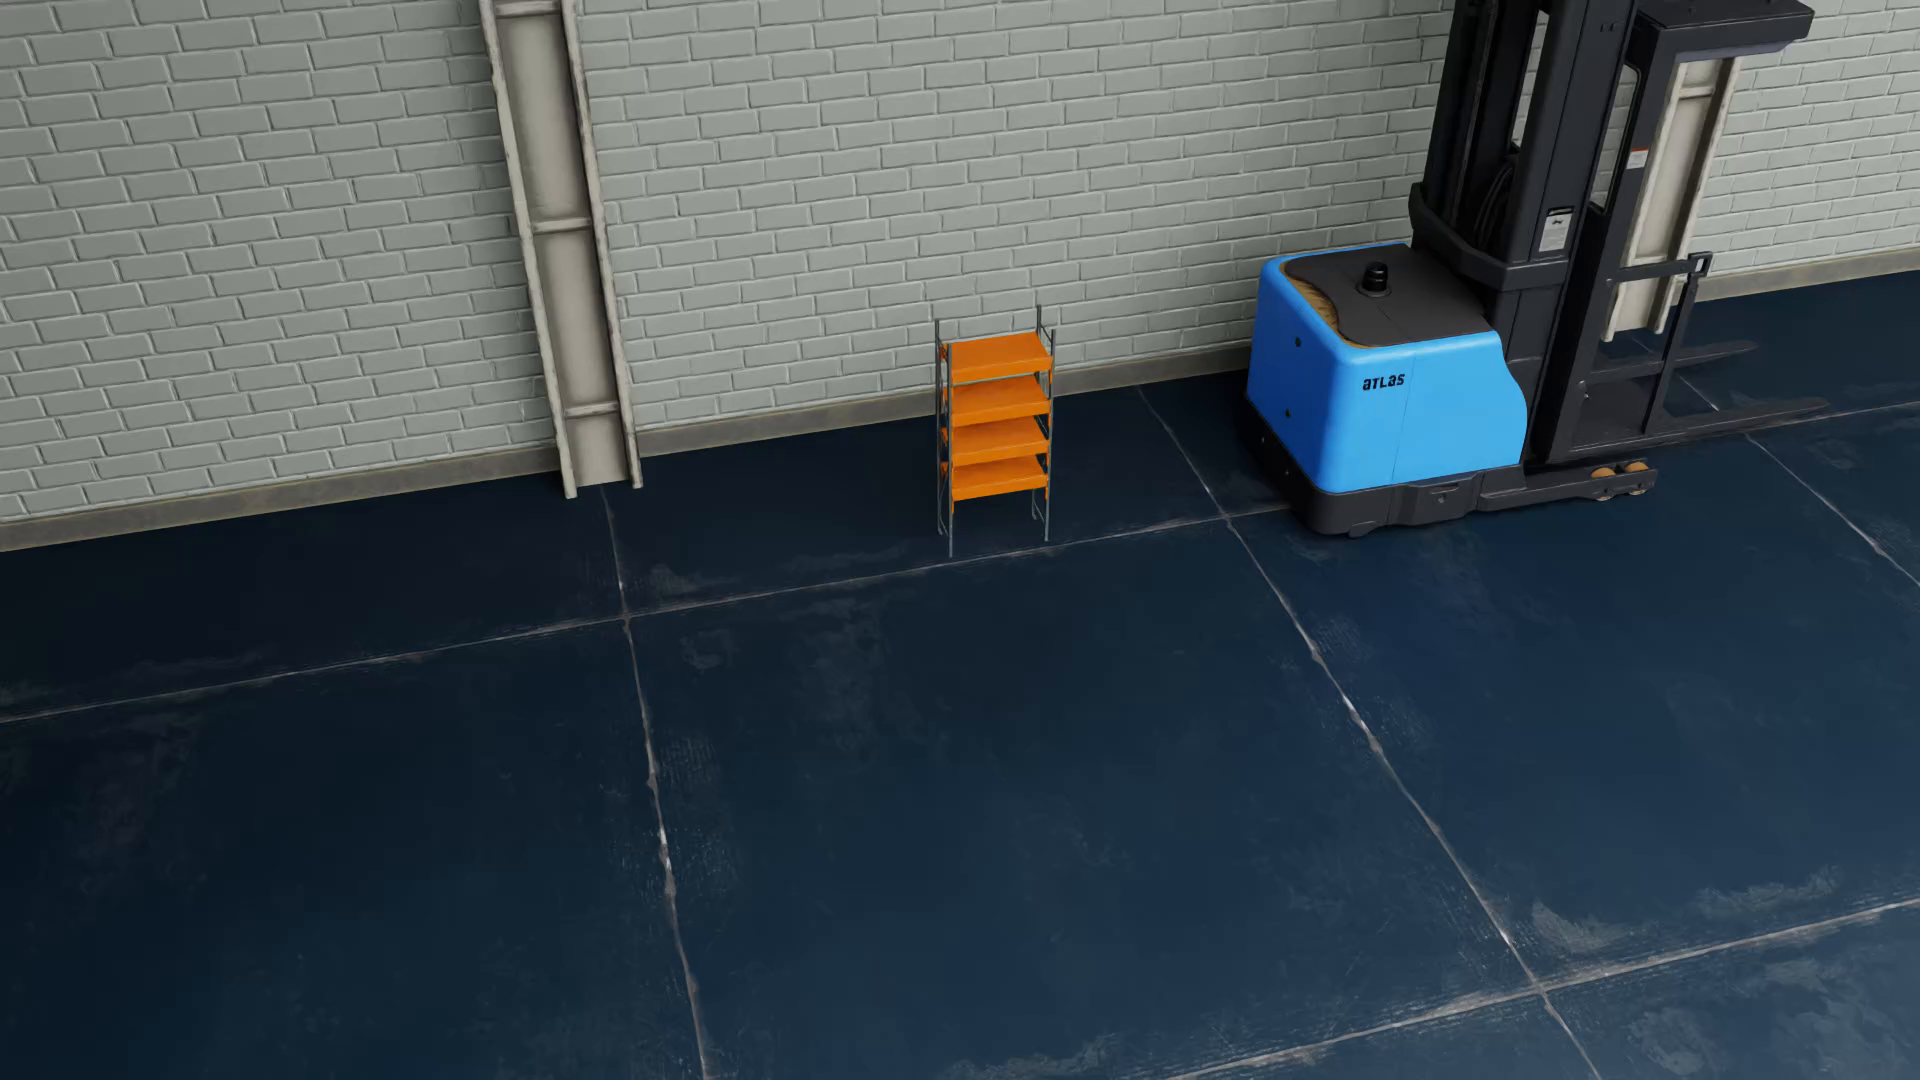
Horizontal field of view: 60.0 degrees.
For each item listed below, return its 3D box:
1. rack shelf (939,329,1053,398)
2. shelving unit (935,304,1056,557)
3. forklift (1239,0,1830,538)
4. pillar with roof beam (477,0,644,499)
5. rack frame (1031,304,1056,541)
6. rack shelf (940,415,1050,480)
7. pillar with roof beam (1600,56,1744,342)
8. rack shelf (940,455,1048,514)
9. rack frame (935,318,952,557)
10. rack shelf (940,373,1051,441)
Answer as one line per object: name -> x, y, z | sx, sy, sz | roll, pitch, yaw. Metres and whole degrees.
rack shelf -> 0.160, -0.815, 7.660 | 0.480, 0.148, 0.258 | -9, 38, -12
shelving unit -> 0.160, -0.503, 7.899 | 0.503, 1.200, 0.258 | -9, 38, -12
forklift -> 3.063, -1.666, 7.995 | 3.031, 2.935, 1.130 | -9, 38, -12
pillar with roof beam -> -0.743, -1.381, 2.629 | 0.400, 9.000, 9.100 | -9, 38, -12
rack frame -> 0.395, -0.541, 7.950 | 0.015, 1.200, 0.240 | -9, 38, -12
rack shelf -> 0.160, -0.449, 7.940 | 0.480, 0.148, 0.258 | -9, 38, -12
pillar with roof beam -> 5.050, -2.332, 3.871 | 0.400, 9.000, 9.100 | -9, 38, -12
rack shelf -> 0.160, -0.292, 8.061 | 0.480, 0.148, 0.258 | -9, 38, -12
rack frame -> -0.076, -0.464, 7.849 | 0.015, 1.200, 0.240 | -9, 38, -12
rack shelf -> 0.160, -0.627, 7.804 | 0.480, 0.148, 0.258 | -9, 38, -12
